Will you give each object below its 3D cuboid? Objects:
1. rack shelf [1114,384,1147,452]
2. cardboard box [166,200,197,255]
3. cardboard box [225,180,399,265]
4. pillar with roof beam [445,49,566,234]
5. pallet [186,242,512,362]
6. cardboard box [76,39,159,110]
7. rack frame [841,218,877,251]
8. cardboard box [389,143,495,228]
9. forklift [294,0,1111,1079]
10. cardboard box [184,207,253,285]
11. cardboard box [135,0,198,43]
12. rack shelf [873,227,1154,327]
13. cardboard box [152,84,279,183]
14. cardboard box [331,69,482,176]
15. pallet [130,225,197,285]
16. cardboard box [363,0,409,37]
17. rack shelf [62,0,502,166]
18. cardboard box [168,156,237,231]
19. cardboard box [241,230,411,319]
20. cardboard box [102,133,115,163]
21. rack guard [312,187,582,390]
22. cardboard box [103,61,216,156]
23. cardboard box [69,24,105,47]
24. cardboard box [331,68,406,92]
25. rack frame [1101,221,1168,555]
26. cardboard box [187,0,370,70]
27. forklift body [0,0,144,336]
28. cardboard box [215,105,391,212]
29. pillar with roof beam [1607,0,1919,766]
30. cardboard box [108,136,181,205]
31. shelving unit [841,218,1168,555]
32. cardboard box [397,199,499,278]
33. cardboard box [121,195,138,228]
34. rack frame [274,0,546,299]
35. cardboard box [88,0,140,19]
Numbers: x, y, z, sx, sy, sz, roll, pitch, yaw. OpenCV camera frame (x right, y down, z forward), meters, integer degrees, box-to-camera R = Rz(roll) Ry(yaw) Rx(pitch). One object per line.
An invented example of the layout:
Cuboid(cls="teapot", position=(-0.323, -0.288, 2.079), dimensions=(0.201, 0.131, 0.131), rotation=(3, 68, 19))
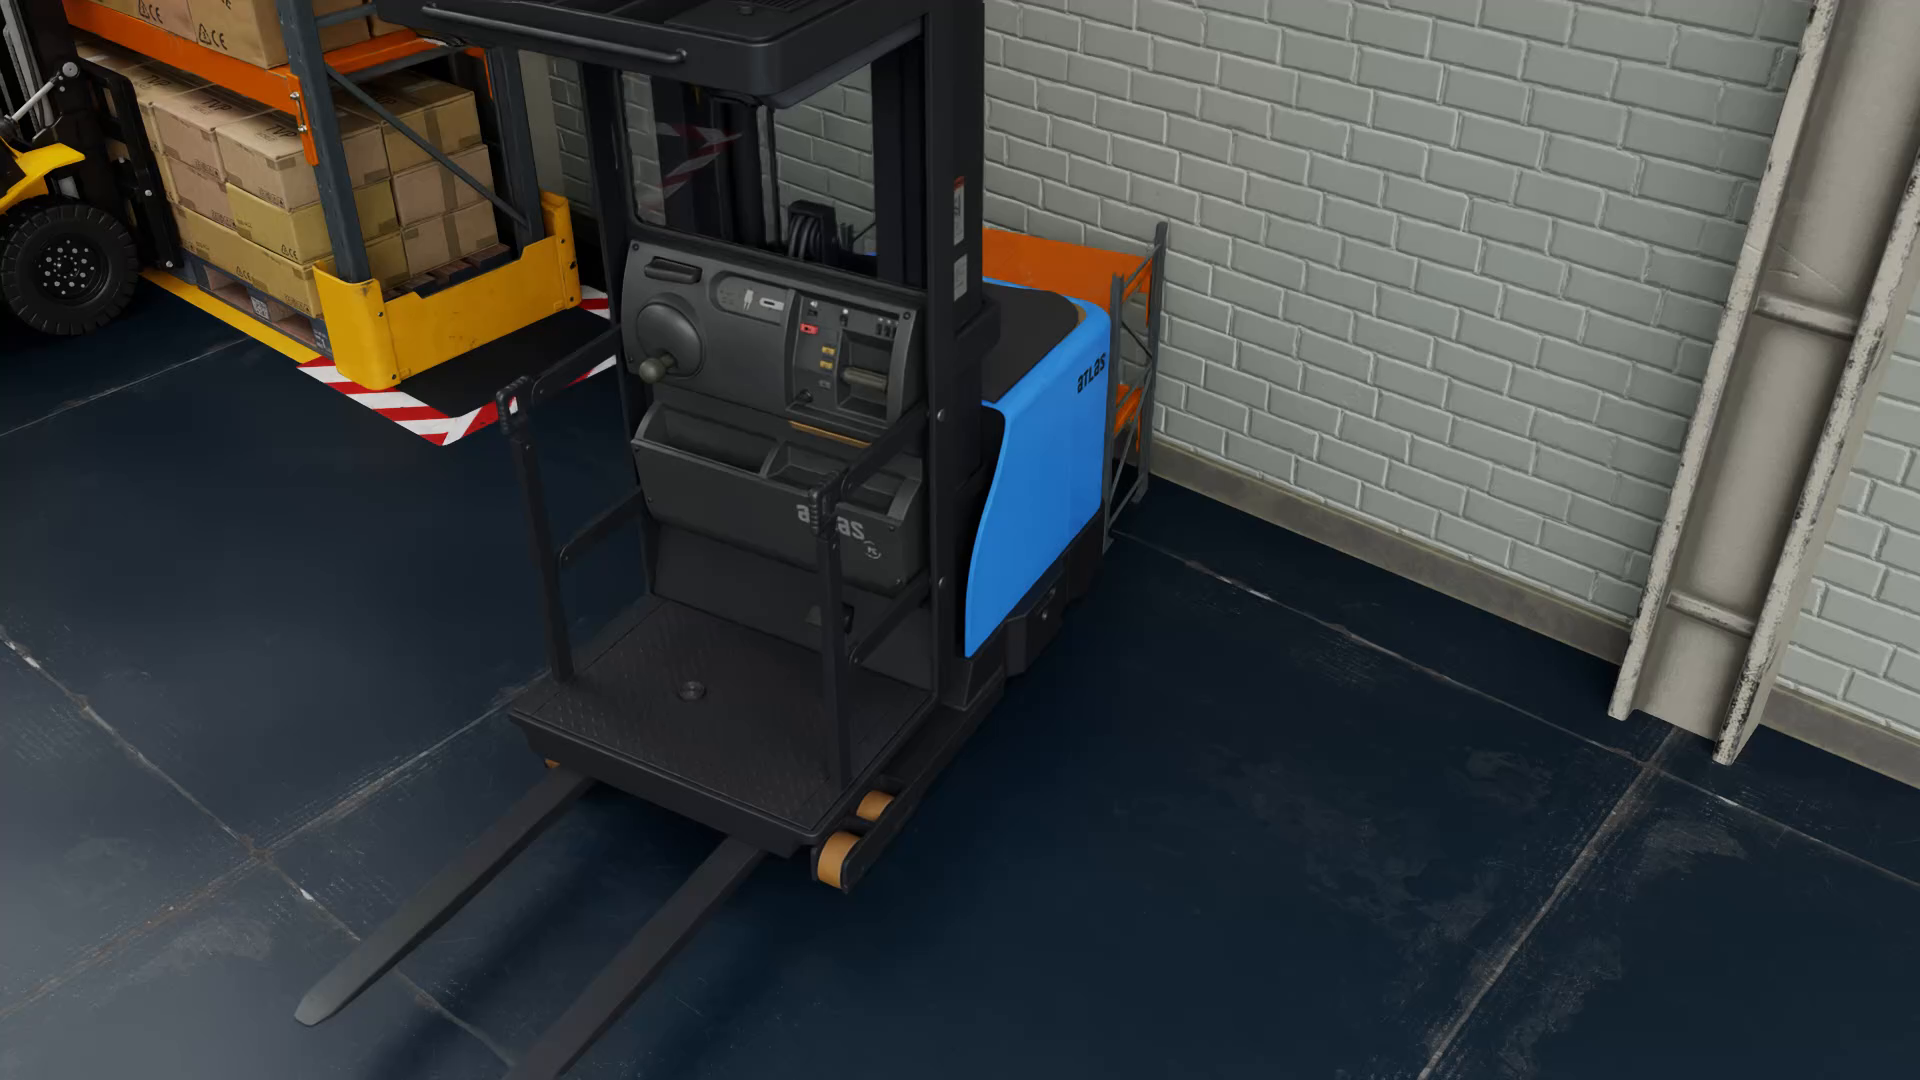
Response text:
Cuboid(cls="rack shelf", position=(0.159, -0.457, 6.354), dimensions=(1.000, 0.278, 0.538), rotation=(14, 37, 20))
Cuboid(cls="cardboard box", position=(-3.611, -1.635, 8.040), dimensions=(0.500, 0.250, 0.500), rotation=(26, 42, 32))
Cuboid(cls="cardboard box", position=(-2.868, -1.480, 7.371), dimensions=(0.500, 0.250, 0.500), rotation=(25, 41, 31))
Cuboid(cls="pillar with roof beam", position=(-5.006, -3.438, 3.307), dimensions=(0.400, 9.000, 9.100), rotation=(25, 42, 32))
Cuboid(cls="pallet", position=(-2.908, -1.303, 7.961), dimensions=(1.213, 0.211, 1.003), rotation=(25, 42, 32))
Cuboid(cls="cardboard box", position=(-4.022, -2.224, 8.014), dimensions=(0.500, 0.250, 0.500), rotation=(24, 41, 31))
Cuboid(cls="rack frame", position=(-0.304, -0.778, 6.389), dimensions=(0.032, 1.125, 0.500), rotation=(14, 37, 20))
Cuboid(cls="cardboard box", position=(-2.522, -1.700, 7.692), dimensions=(0.500, 0.250, 0.500), rotation=(26, 42, 33))
Cuboid(cls="forklift", position=(-0.637, -0.499, 4.387), dimensions=(1.130, 2.935, 3.031), rotation=(17, 38, 23))
Cuboid(cls="cardboard box", position=(-3.233, -1.450, 7.770), dimensions=(0.500, 0.250, 0.500), rotation=(25, 42, 32))
Cuboid(cls="cardboard box", position=(-3.232, -2.491, 7.139), dimensions=(0.500, 0.500, 0.500), rotation=(27, 43, 33))
Cuboid(cls="rack shelf", position=(0.159, -0.900, 6.050), dimensions=(1.000, 0.278, 0.538), rotation=(14, 37, 20))
Cuboid(cls="cardboard box", position=(-3.243, -1.859, 7.482), dimensions=(0.500, 0.250, 0.500), rotation=(26, 42, 33))
Cuboid(cls="cardboard box", position=(-2.542, -1.902, 7.544), dimensions=(0.500, 0.250, 0.500), rotation=(25, 41, 31))
Cuboid(cls="pallet", position=(-3.841, -1.745, 8.604), dimensions=(1.213, 0.211, 1.003), rotation=(25, 42, 32))
Cuboid(cls="cardboard box", position=(-2.496, -2.535, 7.203), dimensions=(0.500, 0.500, 0.500), rotation=(27, 43, 33))
Cuboid(cls="rack shelf", position=(-3.830, -2.621, 8.053), dimensions=(4.000, 0.370, 1.077), rotation=(25, 42, 32))
Cuboid(cls="cardboard box", position=(-3.246, -1.666, 7.643), dimensions=(0.500, 0.250, 0.500), rotation=(25, 42, 31))
Cuboid(cls="cardboard box", position=(-2.857, -1.266, 7.502), dimensions=(0.500, 0.250, 0.500), rotation=(26, 42, 32))
Cuboid(cls="cardboard box", position=(-4.038, -2.027, 8.168), dimensions=(0.500, 0.250, 0.500), rotation=(25, 42, 32))
Cuboid(cls="rack guard", position=(-2.275, -1.155, 7.489), dimensions=(0.348, 0.500, 1.175), rotation=(25, 42, 32))
Cuboid(cls="cardboard box", position=(-3.637, -2.037, 7.742), dimensions=(0.500, 0.250, 0.500), rotation=(26, 42, 32))
Cuboid(cls="cardboard box", position=(-4.420, -2.418, 8.296), dimensions=(0.500, 0.250, 0.500), rotation=(27, 43, 33))
Cuboid(cls="cardboard box", position=(-2.928, -2.081, 7.806), dimensions=(0.500, 0.250, 0.500), rotation=(25, 42, 32))
Cuboid(cls="rack frame", position=(0.621, -0.539, 6.042), dimensions=(0.032, 1.125, 0.500), rotation=(14, 37, 20))
Cuboid(cls="cardboard box", position=(-2.840, -2.299, 6.859), dimensions=(0.500, 0.500, 0.500), rotation=(24, 41, 31))
Cuboid(cls="forklift body", position=(-4.918, -1.737, 6.879), dimensions=(1.214, 2.155, 2.313), rotation=(25, 42, 32))
Cuboid(cls="cardboard box", position=(-2.847, -1.677, 7.216), dimensions=(0.500, 0.250, 0.500), rotation=(27, 43, 33))
Cuboid(cls="pillar with roof beam", position=(-0.395, -1.265, 0.143), dimensions=(0.400, 9.000, 9.100), rotation=(25, 42, 32))
Cuboid(cls="cardboard box", position=(-3.656, -1.844, 7.902), dimensions=(0.500, 0.250, 0.500), rotation=(24, 41, 31))
Cuboid(cls="shelving unit", position=(0.159, -0.659, 6.215), dimensions=(1.048, 1.125, 0.538), rotation=(14, 37, 20))
Cuboid(cls="cardboard box", position=(-2.546, -1.496, 7.837), dimensions=(0.500, 0.250, 0.500), rotation=(25, 42, 32))
Cuboid(cls="cardboard box", position=(-4.025, -1.814, 8.299), dimensions=(0.500, 0.250, 0.500), rotation=(27, 43, 33))
Cuboid(cls="rack frame", position=(-2.293, -2.194, 6.795), dimensions=(0.127, 3.000, 1.000), rotation=(25, 42, 32))
Cuboid(cls="cardboard box", position=(-3.626, -2.676, 7.409), dimensions=(0.500, 0.500, 0.500), rotation=(24, 41, 31))
